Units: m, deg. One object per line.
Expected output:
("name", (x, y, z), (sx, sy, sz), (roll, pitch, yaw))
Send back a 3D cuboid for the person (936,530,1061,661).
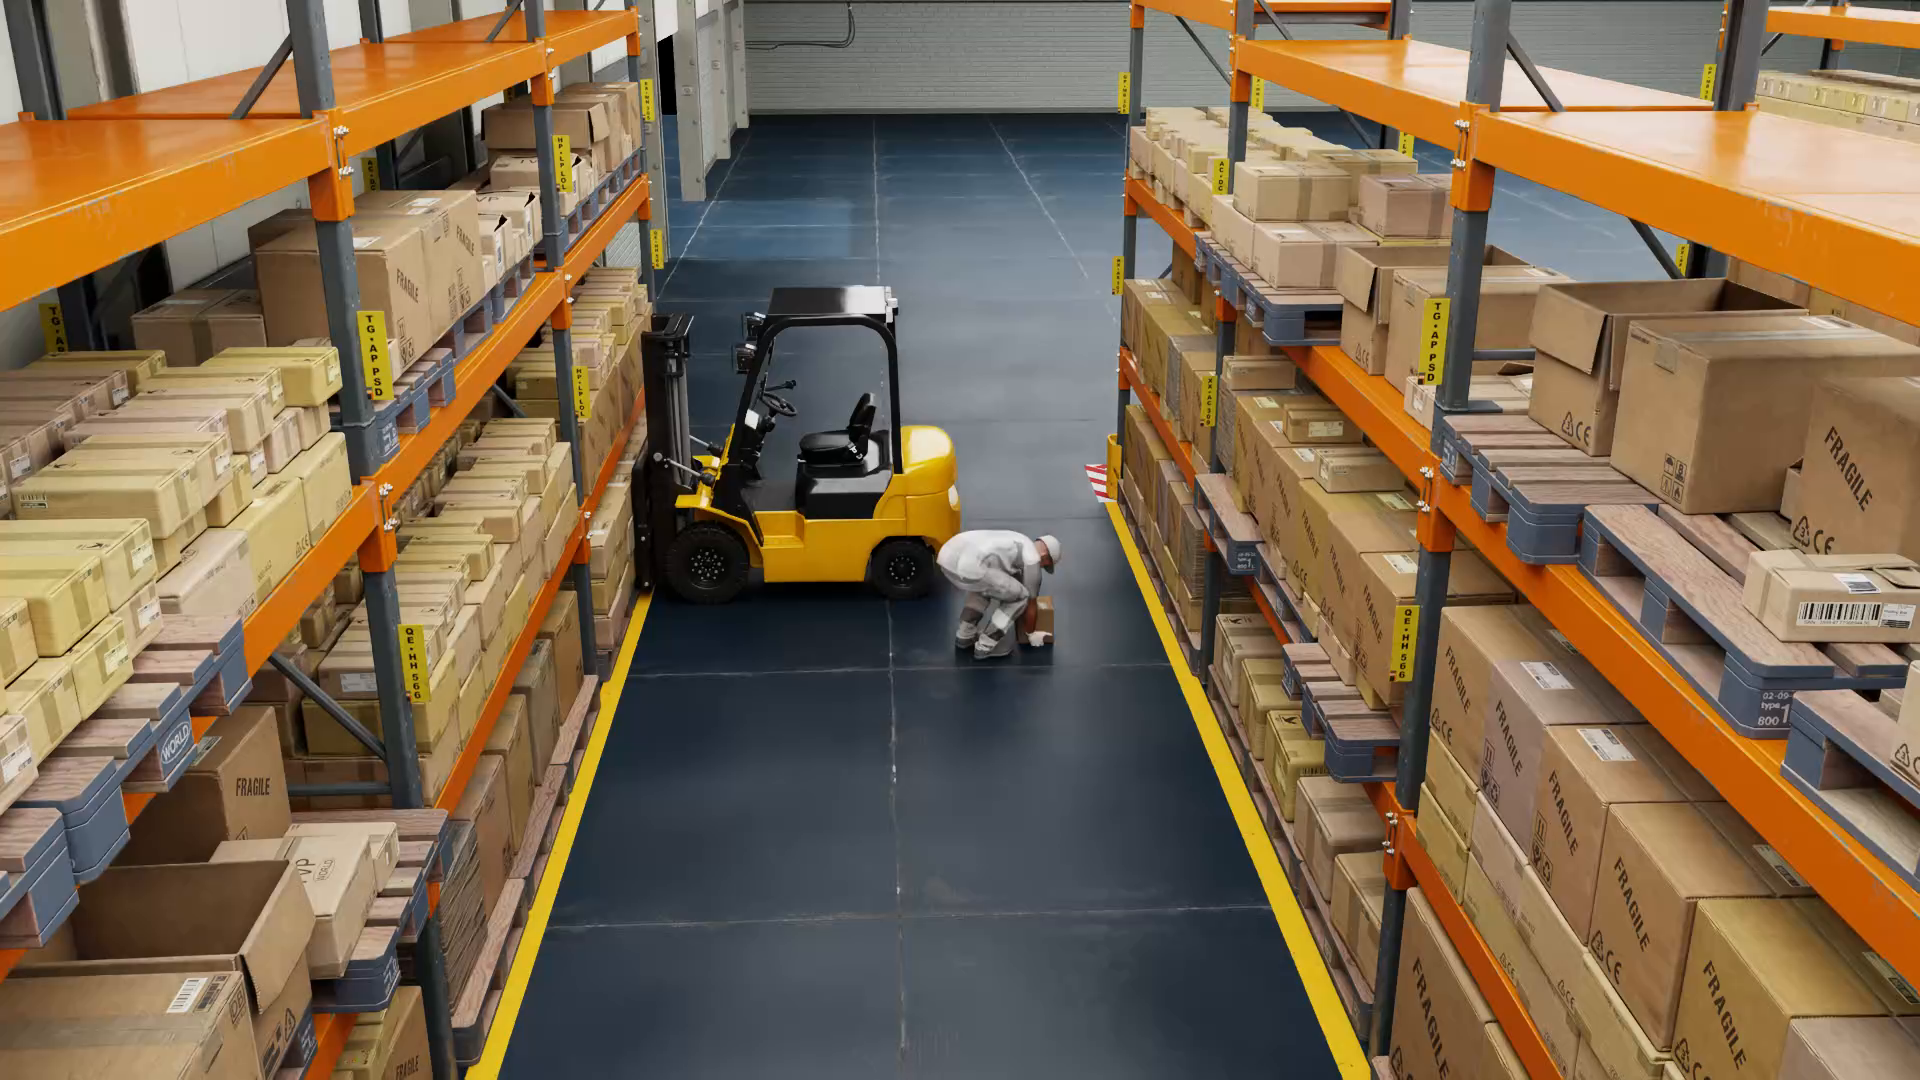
("person", (0.291, 0.330, 11.500), (0.962, 0.895, 0.535), (-13, 24, -32))
